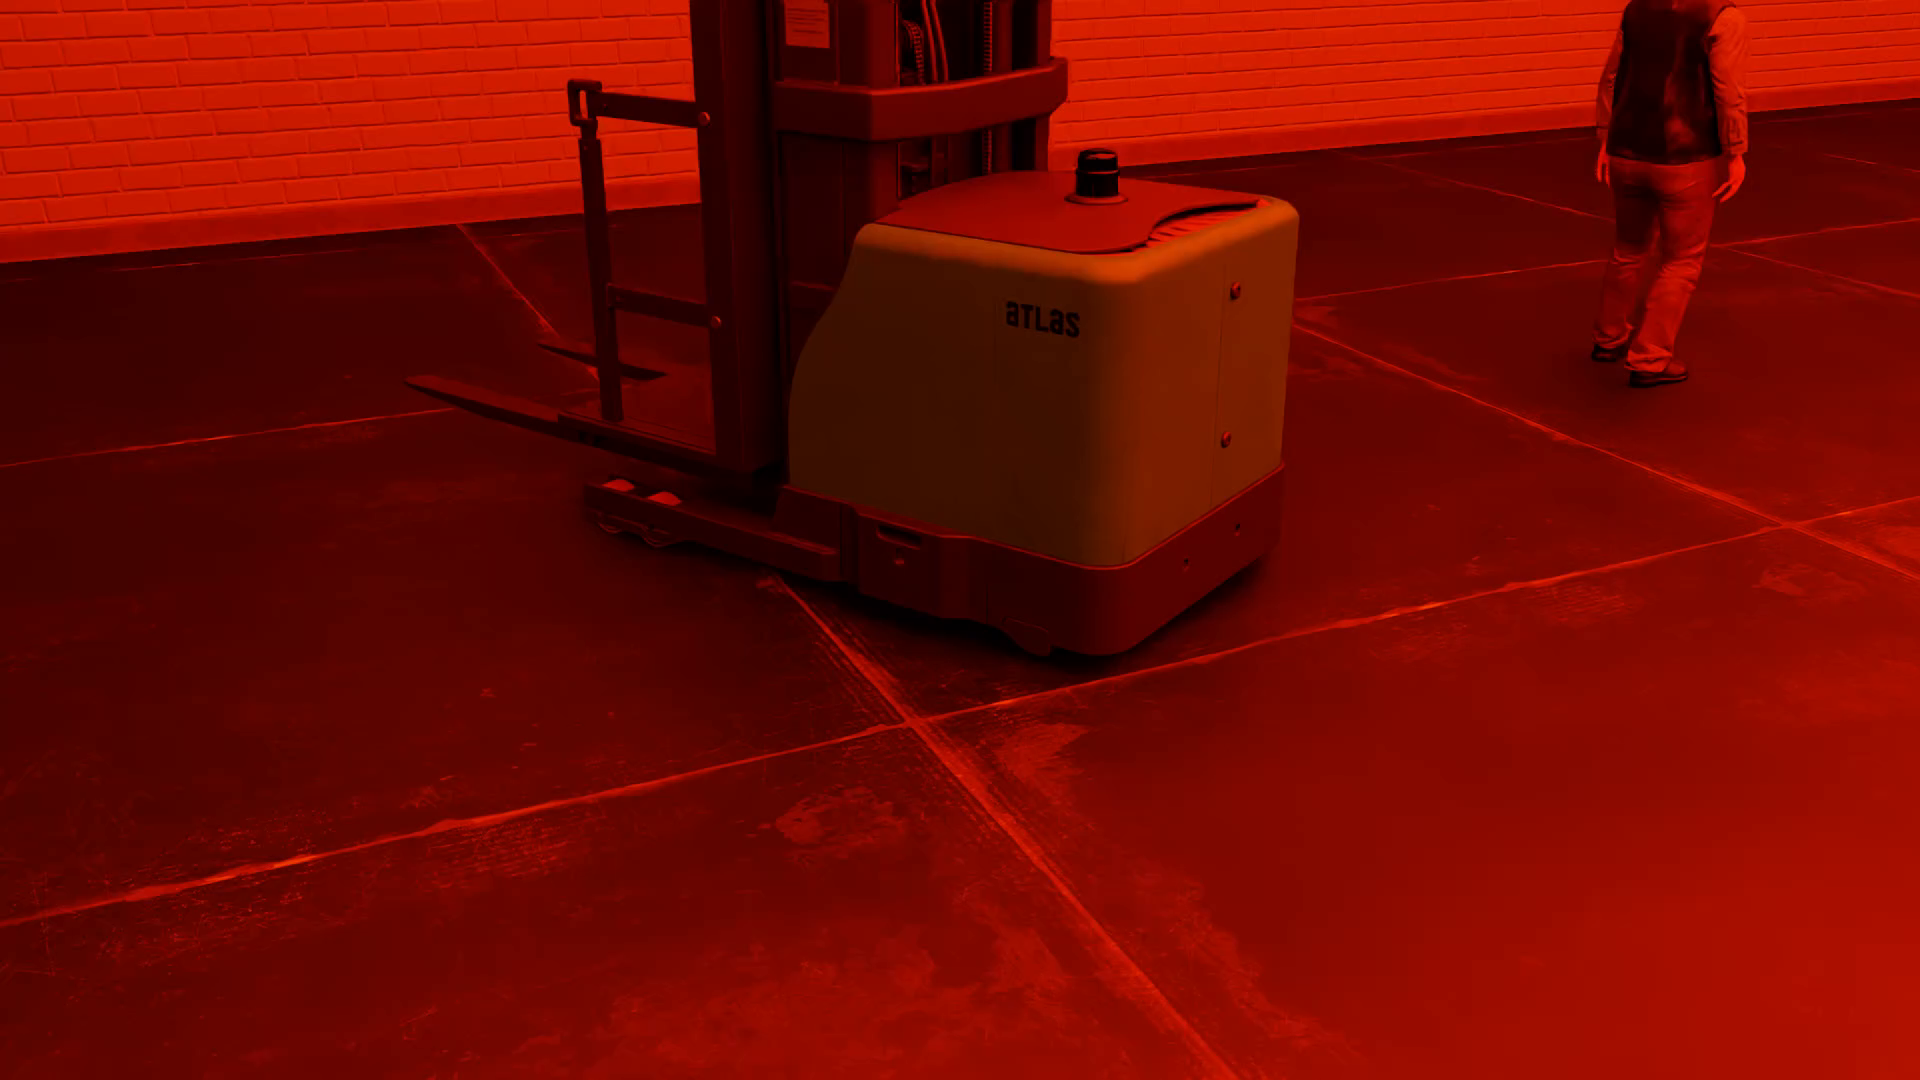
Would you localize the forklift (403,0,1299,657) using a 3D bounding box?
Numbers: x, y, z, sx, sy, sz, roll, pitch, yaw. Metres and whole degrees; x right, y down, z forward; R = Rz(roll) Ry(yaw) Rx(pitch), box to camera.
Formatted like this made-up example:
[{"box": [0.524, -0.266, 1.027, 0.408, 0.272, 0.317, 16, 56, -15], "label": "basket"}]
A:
[{"box": [-0.549, -1.479, 4.847, 3.031, 2.935, 1.130, 15, 27, 32], "label": "forklift"}]

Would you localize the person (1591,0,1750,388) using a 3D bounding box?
[{"box": [2.763, -1.469, 6.443, 0.485, 1.739, 0.605, -13, 26, -29], "label": "person"}]
